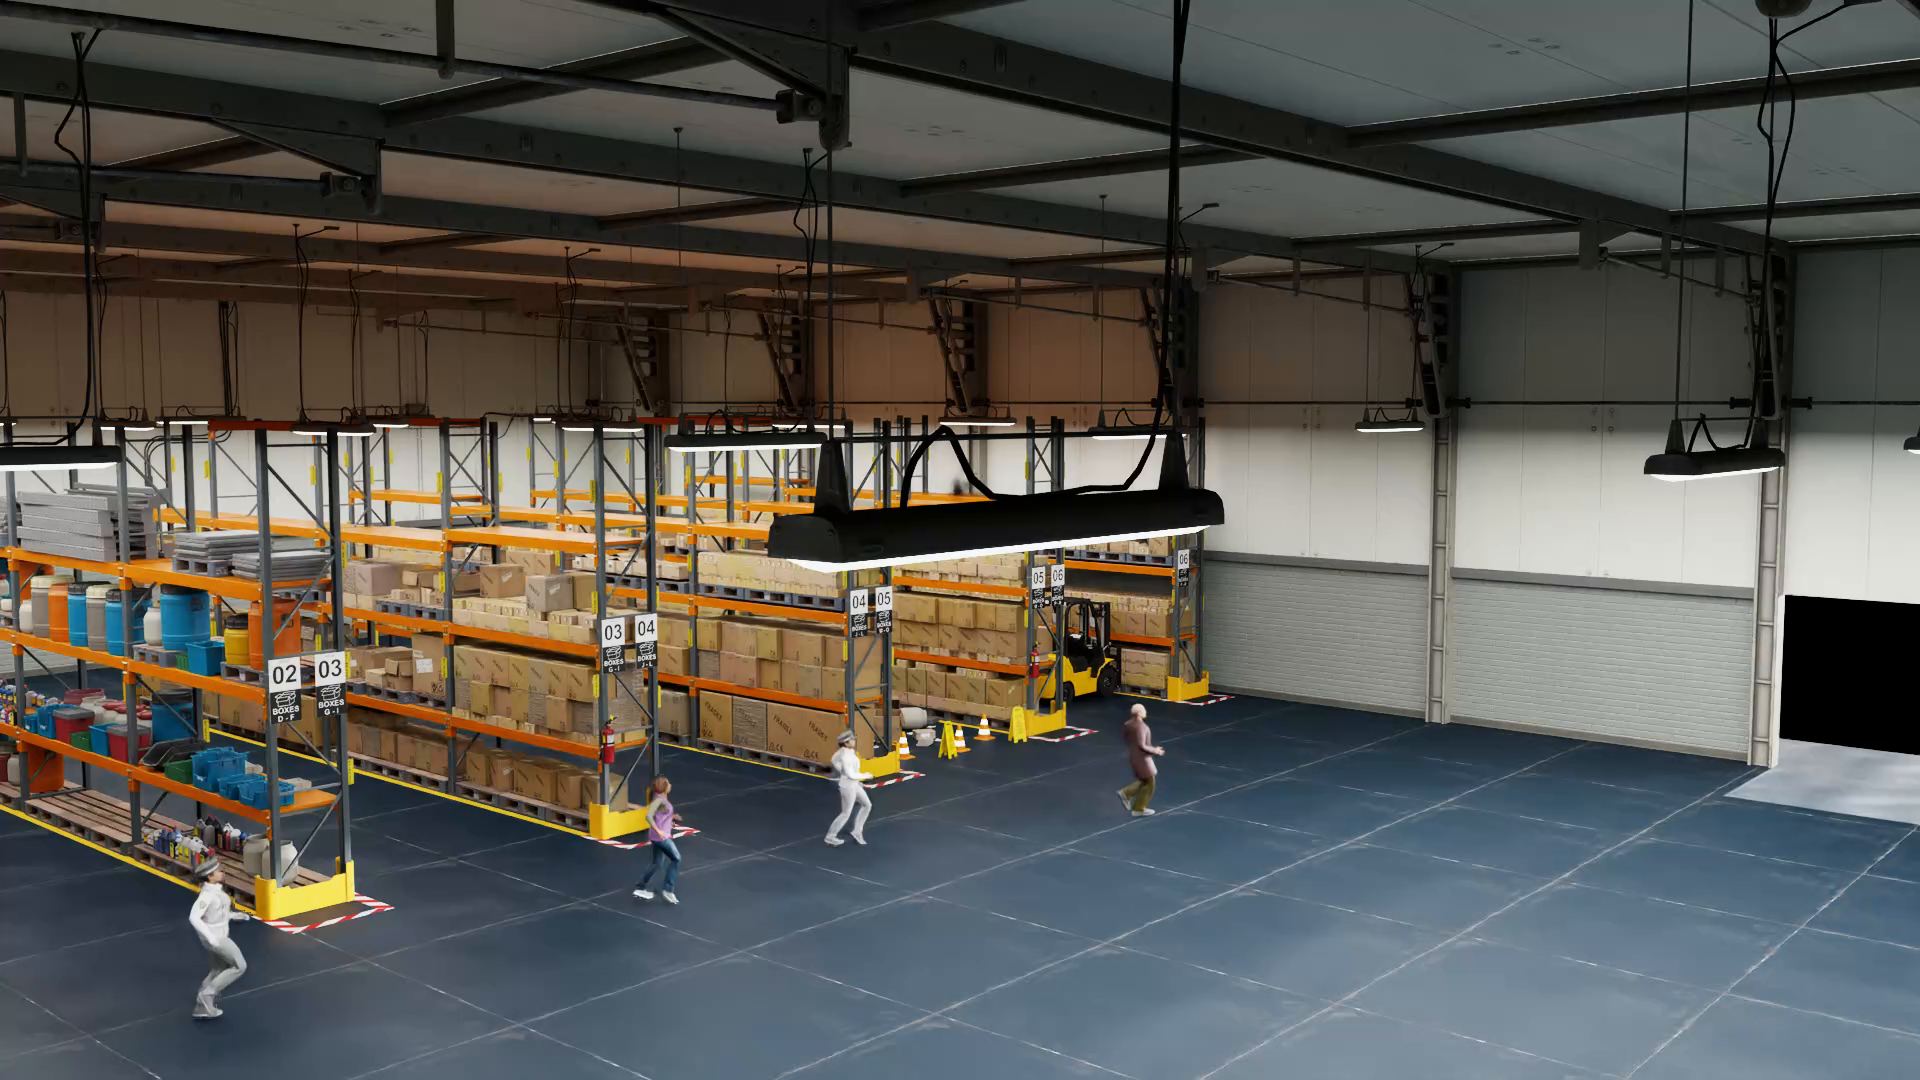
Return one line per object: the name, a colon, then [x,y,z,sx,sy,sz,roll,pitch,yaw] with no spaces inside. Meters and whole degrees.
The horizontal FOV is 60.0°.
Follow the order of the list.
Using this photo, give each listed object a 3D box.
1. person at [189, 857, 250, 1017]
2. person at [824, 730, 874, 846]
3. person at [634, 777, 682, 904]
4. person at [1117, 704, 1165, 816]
person: [-7.602,4.074,17.084,0.577,1.658,0.600,-2,5,-25]
person: [-1.571,3.540,23.697,0.684,1.711,0.618,0,5,-2]
person: [-3.822,3.797,21.016,0.624,1.640,0.580,-1,5,-15]
person: [2.761,3.354,25.398,0.648,1.726,0.704,-1,5,-12]
